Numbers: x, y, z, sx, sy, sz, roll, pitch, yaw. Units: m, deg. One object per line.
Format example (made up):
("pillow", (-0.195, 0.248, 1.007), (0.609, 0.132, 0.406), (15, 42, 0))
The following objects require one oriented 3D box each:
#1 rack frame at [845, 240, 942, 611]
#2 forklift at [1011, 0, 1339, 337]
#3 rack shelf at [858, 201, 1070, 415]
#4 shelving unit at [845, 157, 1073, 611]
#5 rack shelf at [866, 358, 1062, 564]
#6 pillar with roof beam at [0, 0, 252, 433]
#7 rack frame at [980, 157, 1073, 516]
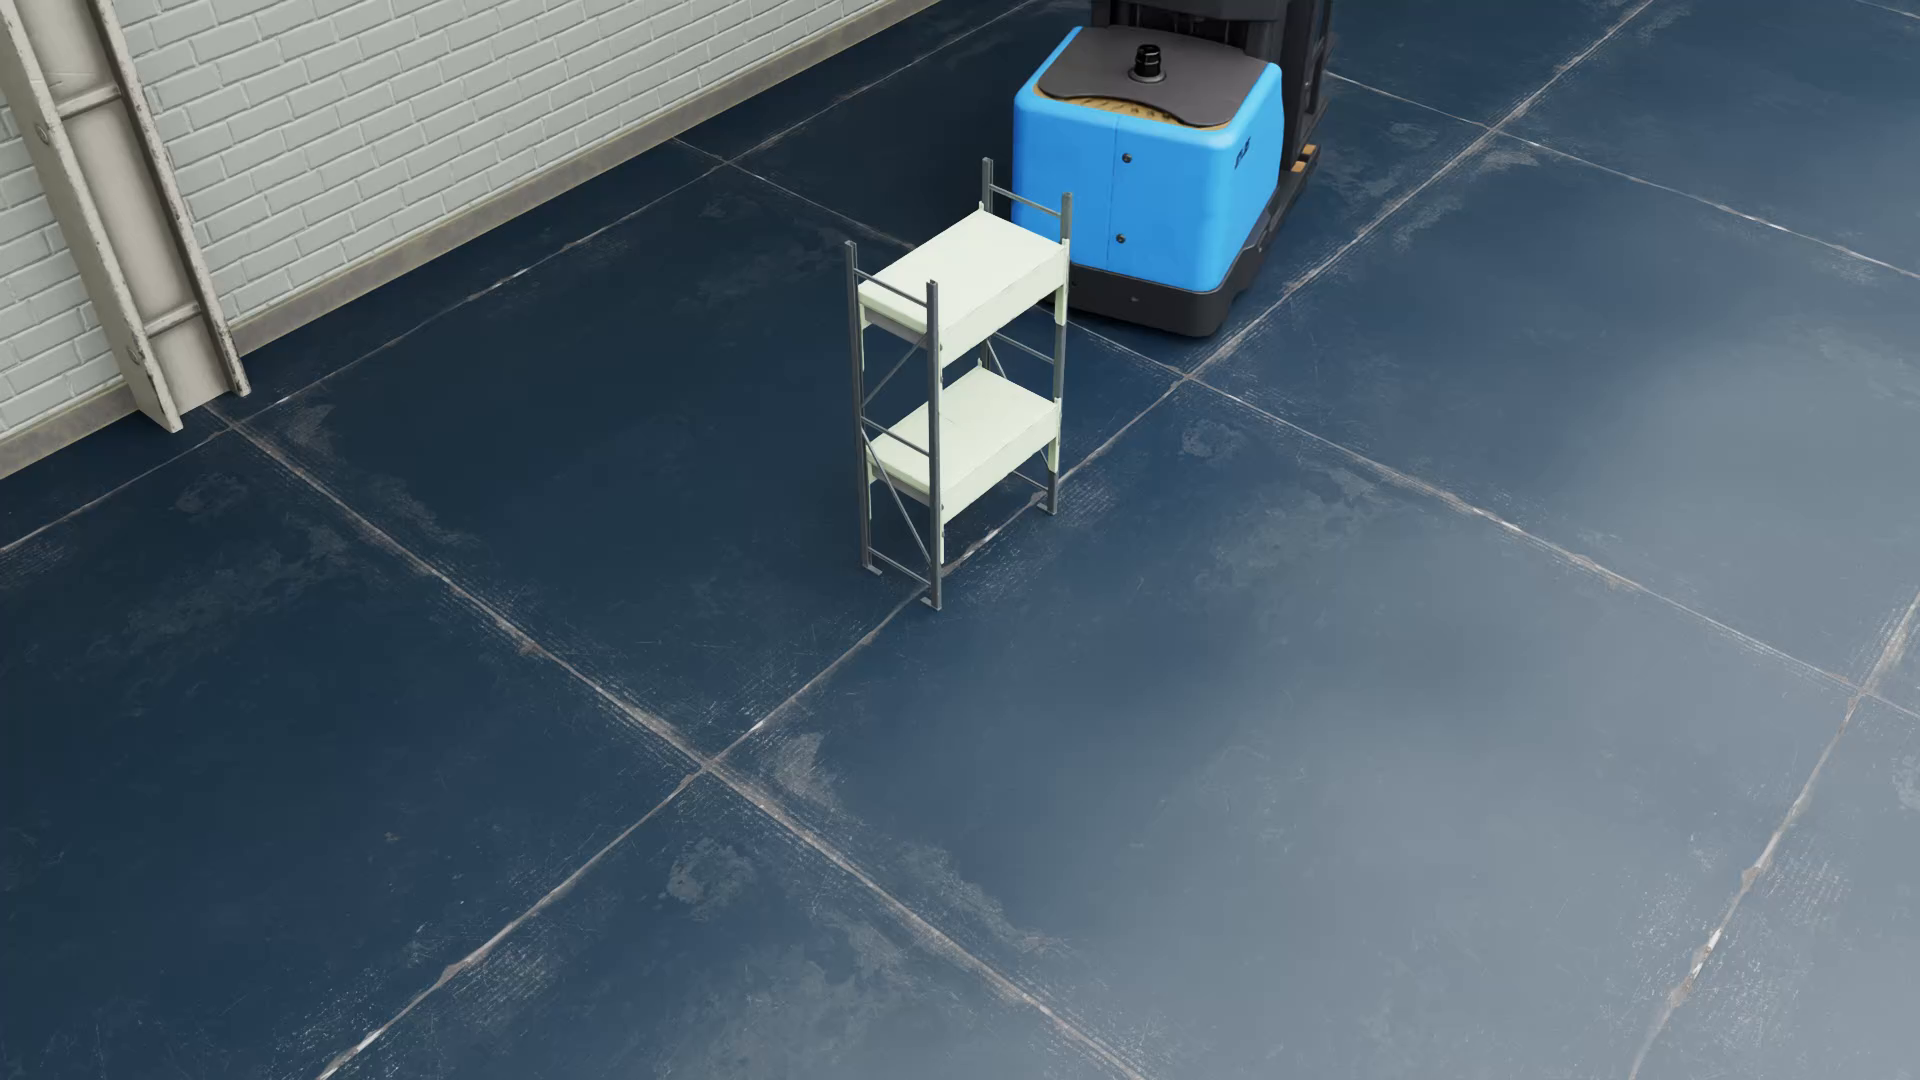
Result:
("rack frame", (-0.231, -0.370, 6.042), (0.400, 1.500, 0.023), (29, 50, 28))
("forklift", (1.277, -3.019, 7.892), (1.130, 2.935, 3.031), (16, 45, 17))
("rack shelf", (0.004, -0.847, 5.987), (0.431, 0.370, 0.720), (29, 50, 28))
("shelving unit", (0.004, -0.558, 6.249), (0.431, 1.500, 0.755), (29, 50, 28))
("rack shelf", (0.004, -0.317, 6.469), (0.431, 0.370, 0.720), (29, 50, 28))
("pillar with roof beam", (-0.136, -2.099, 2.370), (9.100, 9.000, 0.400), (29, 50, 28))
("rack frame", (0.240, -0.747, 6.457), (0.400, 1.500, 0.023), (29, 50, 28))
